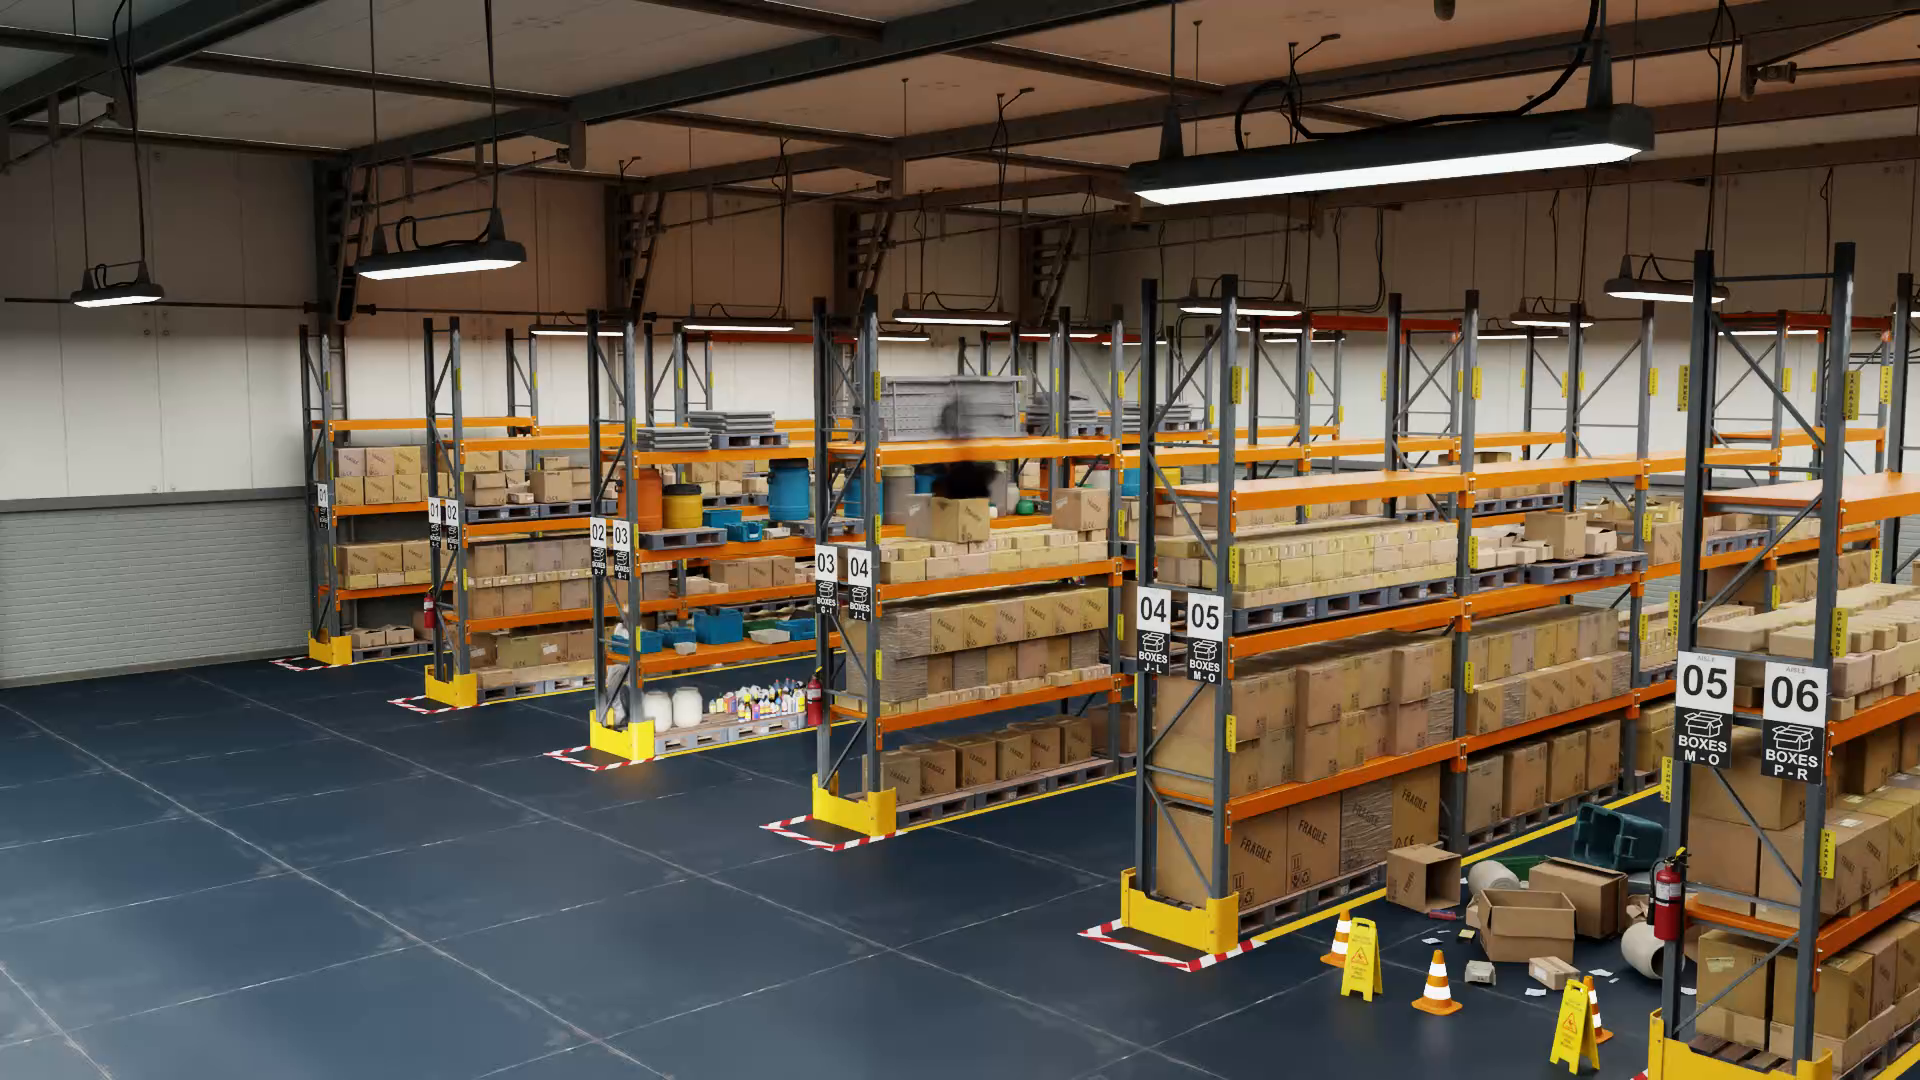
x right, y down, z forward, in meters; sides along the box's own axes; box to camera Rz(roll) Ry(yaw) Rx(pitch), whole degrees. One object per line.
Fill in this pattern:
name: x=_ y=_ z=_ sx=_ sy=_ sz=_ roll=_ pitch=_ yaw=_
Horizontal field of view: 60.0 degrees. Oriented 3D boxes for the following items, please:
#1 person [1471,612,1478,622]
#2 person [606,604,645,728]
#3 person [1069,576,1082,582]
person: x=7.518 y=1.826 z=24.619 sx=0.577 sy=1.681 sz=0.941 roll=5 pitch=8 yaw=42
person: x=-4.881 y=1.836 z=24.234 sx=0.656 sy=1.824 sz=0.744 roll=5 pitch=7 yaw=38
person: x=2.035 y=1.000 z=32.576 sx=0.682 sy=1.822 sz=0.770 roll=5 pitch=7 yaw=39
